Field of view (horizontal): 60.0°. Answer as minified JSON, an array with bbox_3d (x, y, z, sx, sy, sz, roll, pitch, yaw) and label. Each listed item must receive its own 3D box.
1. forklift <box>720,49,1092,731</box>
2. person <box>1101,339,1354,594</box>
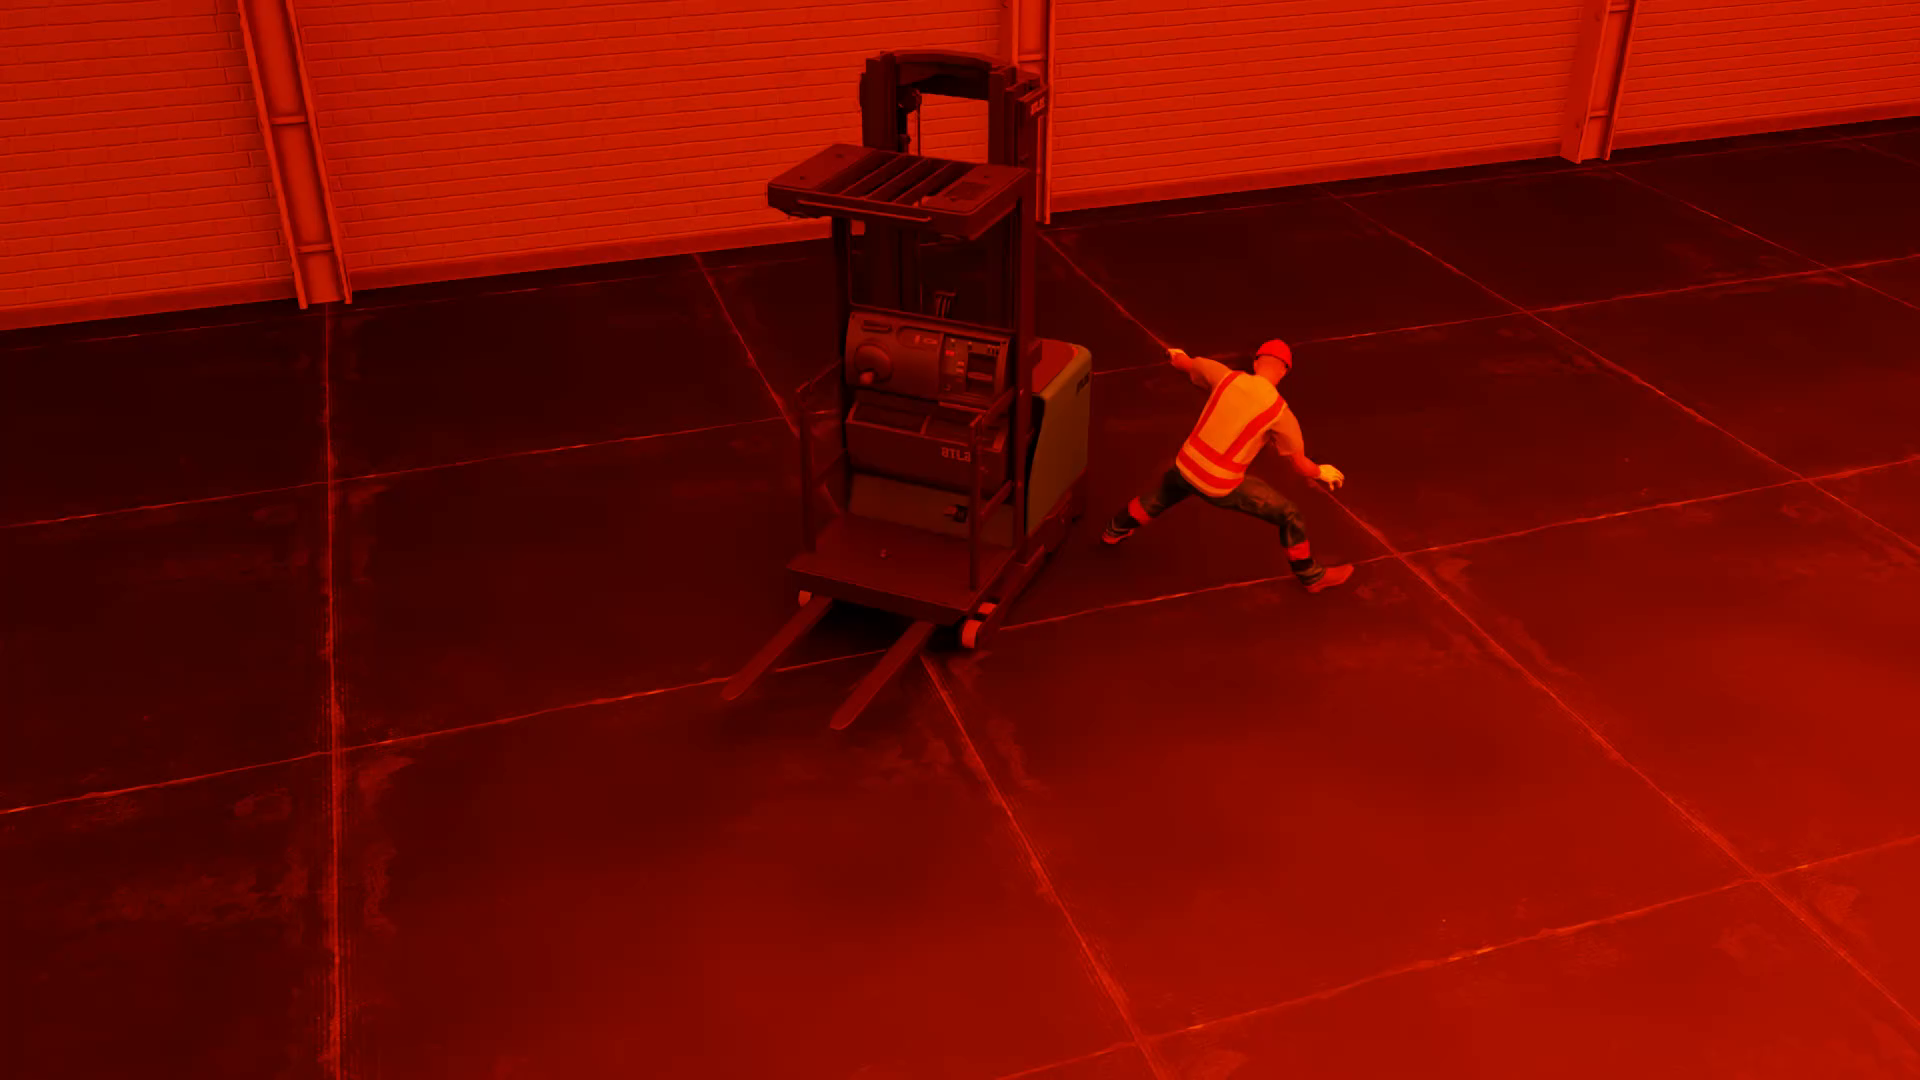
[{"bbox_3d":[-0.265,-0.919,8.684,1.130,2.935,3.031,13,32,21],"label":"forklift"},{"bbox_3d":[1.533,-0.466,9.415,0.804,1.439,1.381,-21,36,-32],"label":"person"}]
